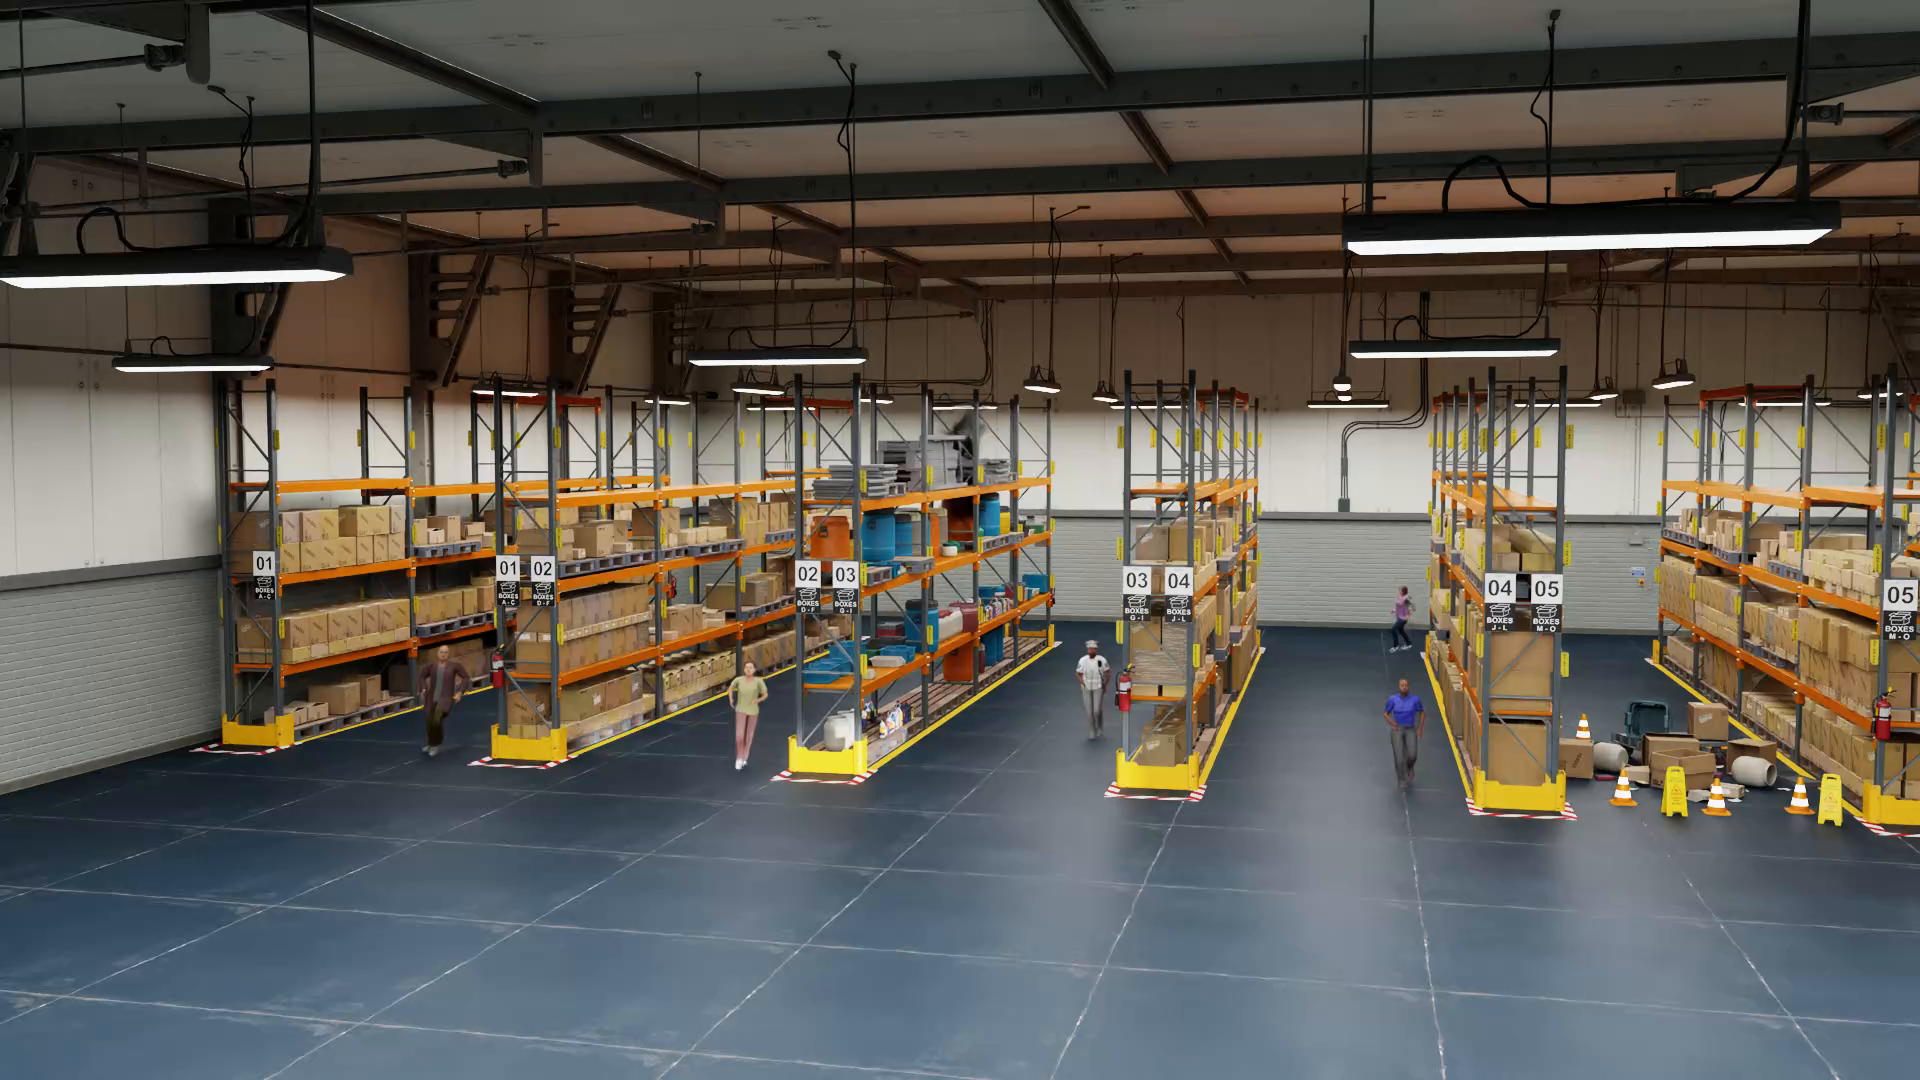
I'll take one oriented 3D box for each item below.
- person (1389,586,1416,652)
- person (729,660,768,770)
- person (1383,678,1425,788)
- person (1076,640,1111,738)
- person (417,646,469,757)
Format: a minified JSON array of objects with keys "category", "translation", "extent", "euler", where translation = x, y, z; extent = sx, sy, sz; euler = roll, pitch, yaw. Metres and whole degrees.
[{"category":"person","translation":[10.444,1.871,39.173],"extent":[0.630,1.602,0.605],"euler":[-1,3,-9]},{"category":"person","translation":[-3.219,2.662,25.306],"extent":[0.605,1.676,0.607],"euler":[0,3,-6]},{"category":"person","translation":[6.376,2.774,23.873],"extent":[0.585,1.595,0.564],"euler":[1,4,13]},{"category":"person","translation":[2.213,2.497,27.803],"extent":[0.576,1.660,0.573],"euler":[1,4,12]},{"category":"person","translation":[-8.244,2.558,26.430],"extent":[0.774,1.767,0.680],"euler":[0,3,4]}]
